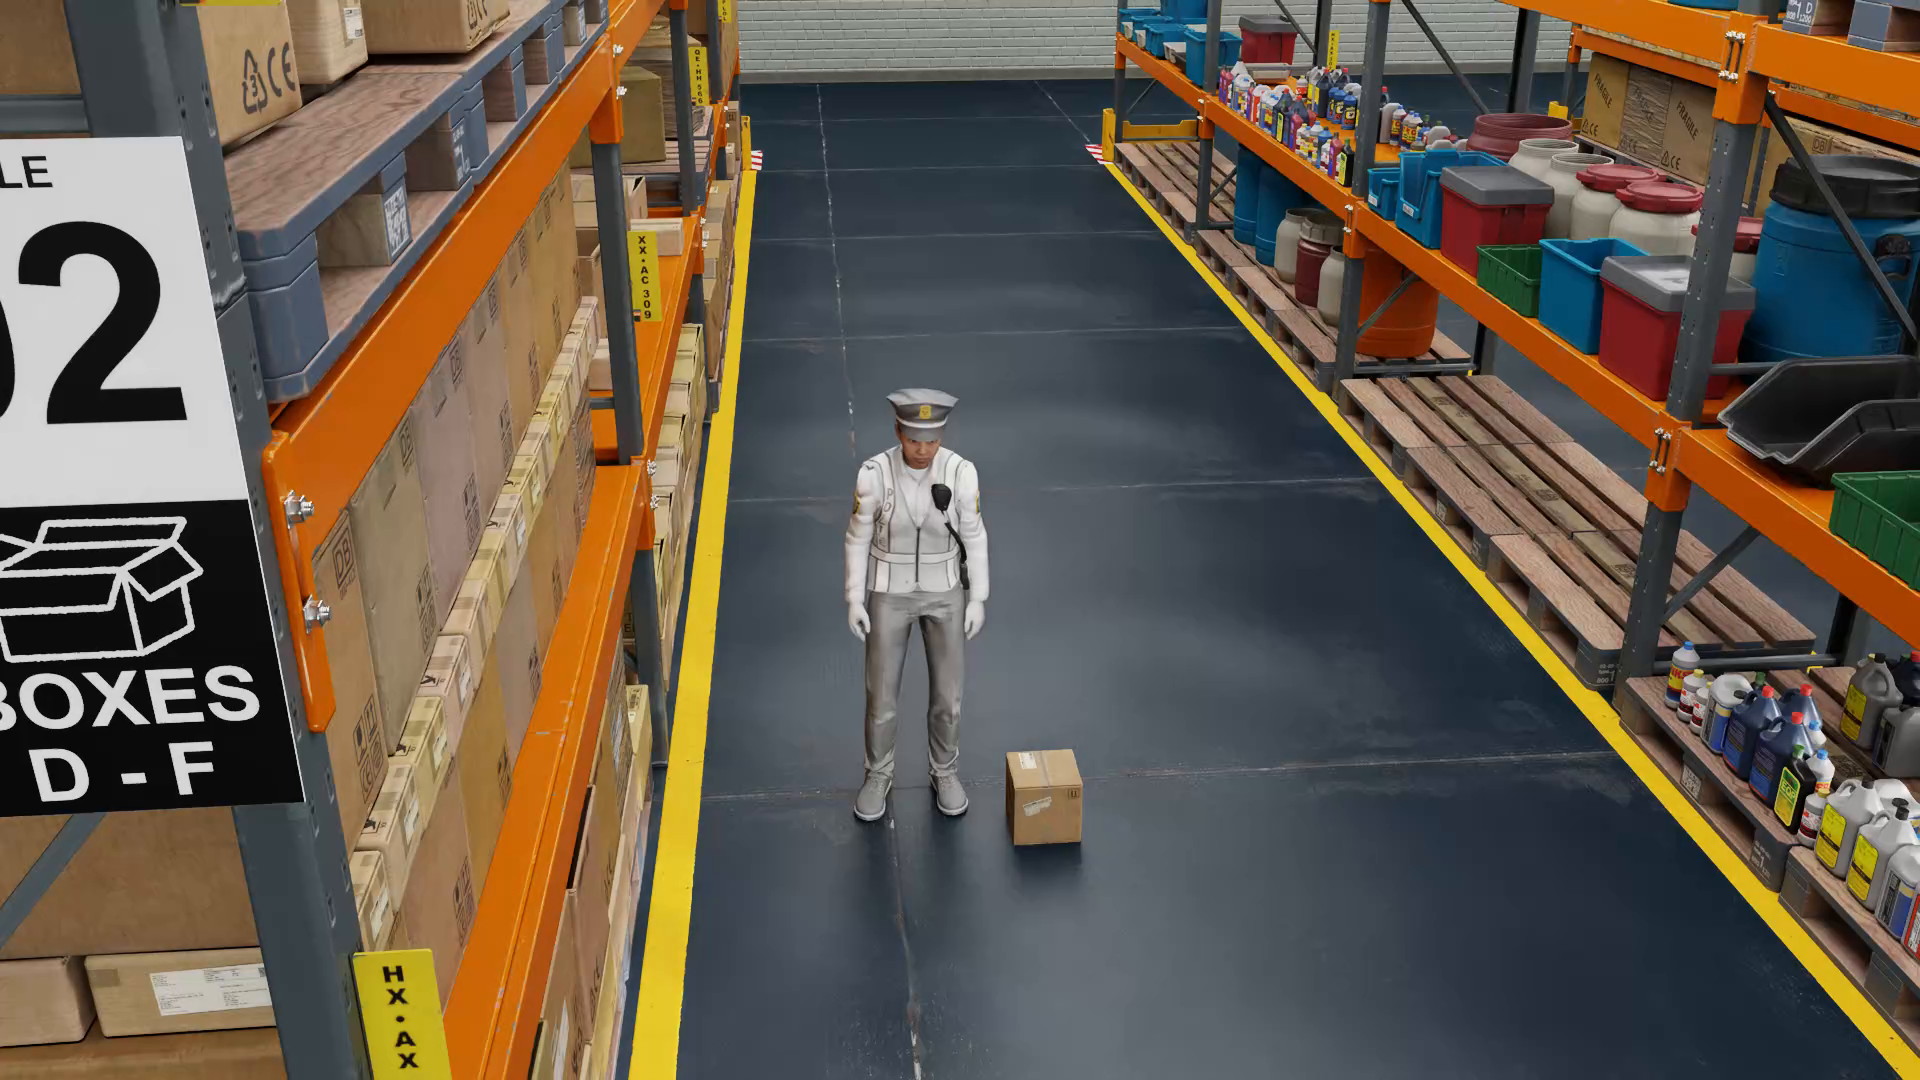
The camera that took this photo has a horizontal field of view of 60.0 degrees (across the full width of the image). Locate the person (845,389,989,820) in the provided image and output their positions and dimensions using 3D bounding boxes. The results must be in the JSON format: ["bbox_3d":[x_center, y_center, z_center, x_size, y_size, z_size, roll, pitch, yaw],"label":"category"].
[{"bbox_3d":[-0.157,0.227,6.083,0.526,1.663,0.375,-2,24,-4],"label":"person"}]
